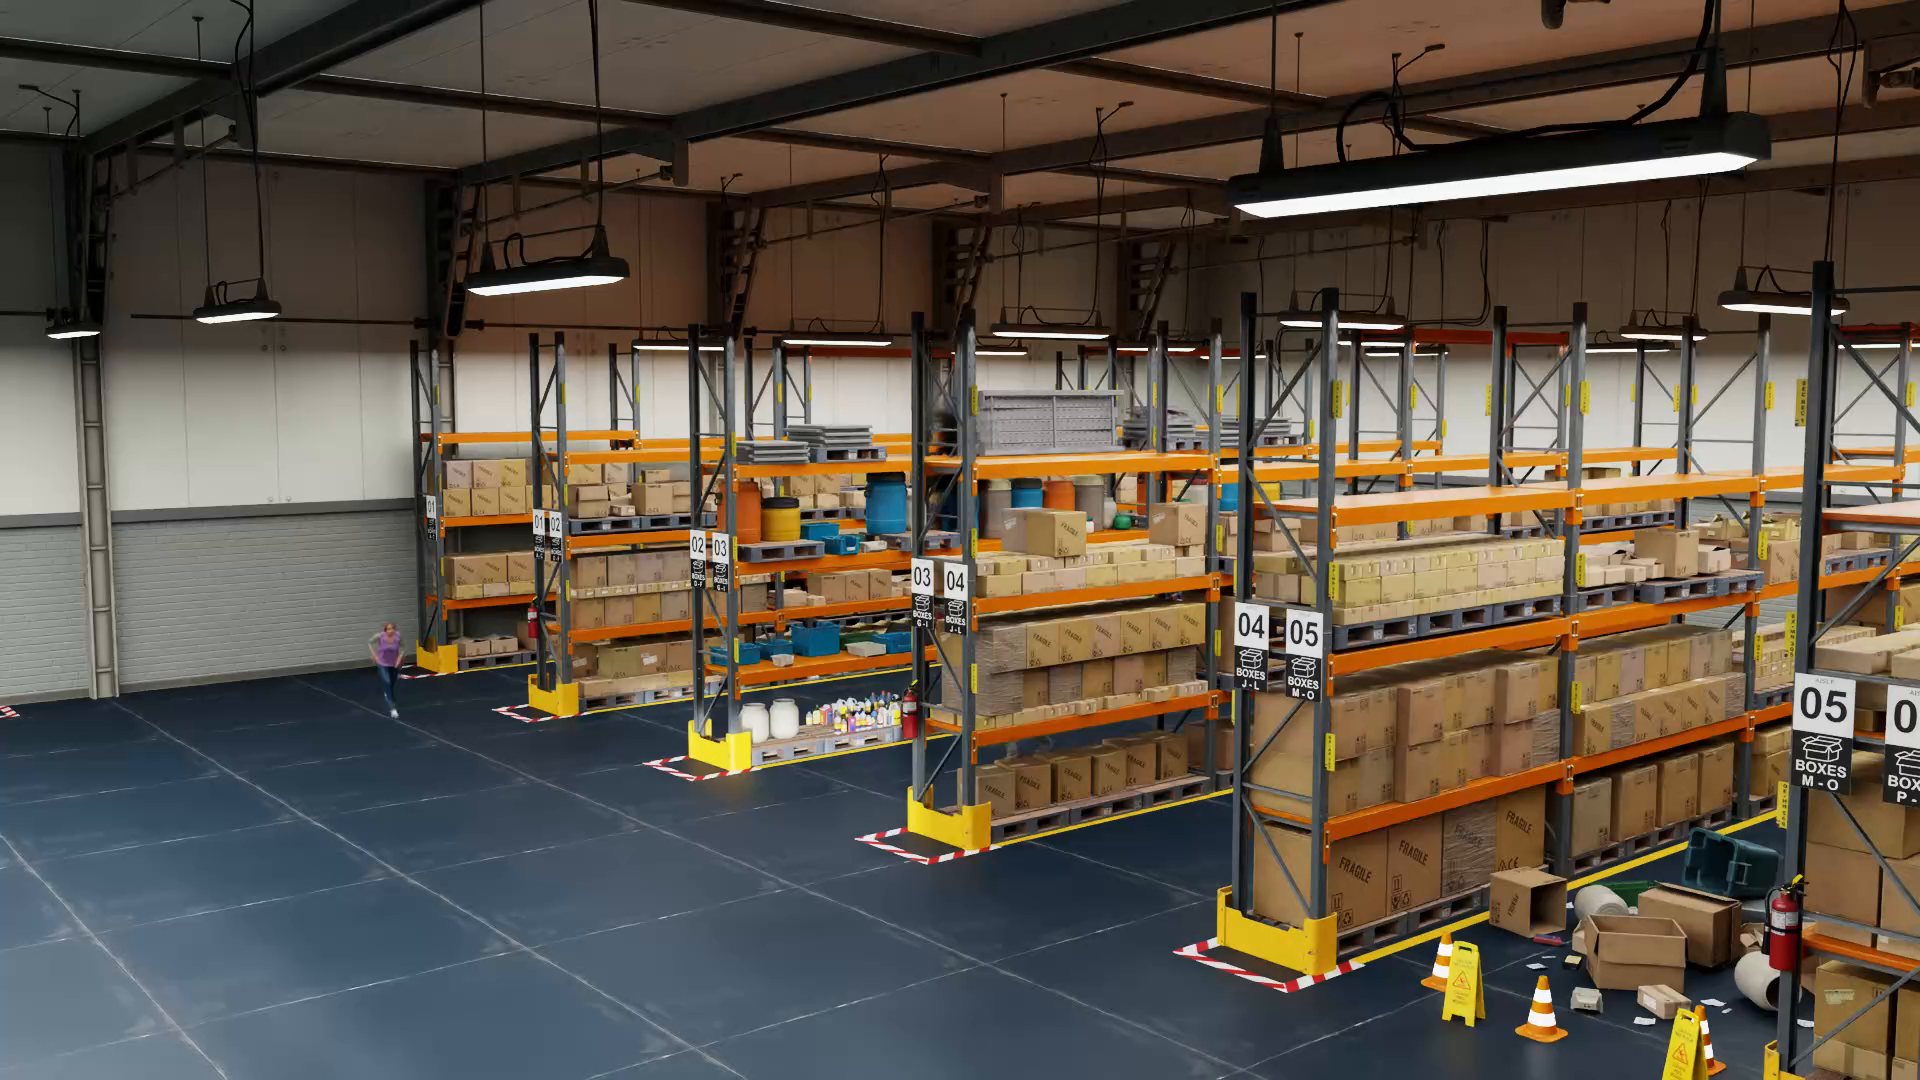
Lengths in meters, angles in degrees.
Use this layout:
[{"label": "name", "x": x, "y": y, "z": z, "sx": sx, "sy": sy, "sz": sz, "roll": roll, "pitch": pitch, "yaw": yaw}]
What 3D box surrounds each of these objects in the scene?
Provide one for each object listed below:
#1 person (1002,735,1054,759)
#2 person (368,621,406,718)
[{"label": "person", "x": 0.971, "y": 2.409, "z": 23.056, "sx": 0.922, "sy": 1.319, "sz": 0.411, "roll": -4, "pitch": 6, "yaw": -34}, {"label": "person", "x": -9.032, "y": 1.997, "z": 26.244, "sx": 0.567, "sy": 1.551, "sz": 0.905, "roll": -2, "pitch": 6, "yaw": -21}]
